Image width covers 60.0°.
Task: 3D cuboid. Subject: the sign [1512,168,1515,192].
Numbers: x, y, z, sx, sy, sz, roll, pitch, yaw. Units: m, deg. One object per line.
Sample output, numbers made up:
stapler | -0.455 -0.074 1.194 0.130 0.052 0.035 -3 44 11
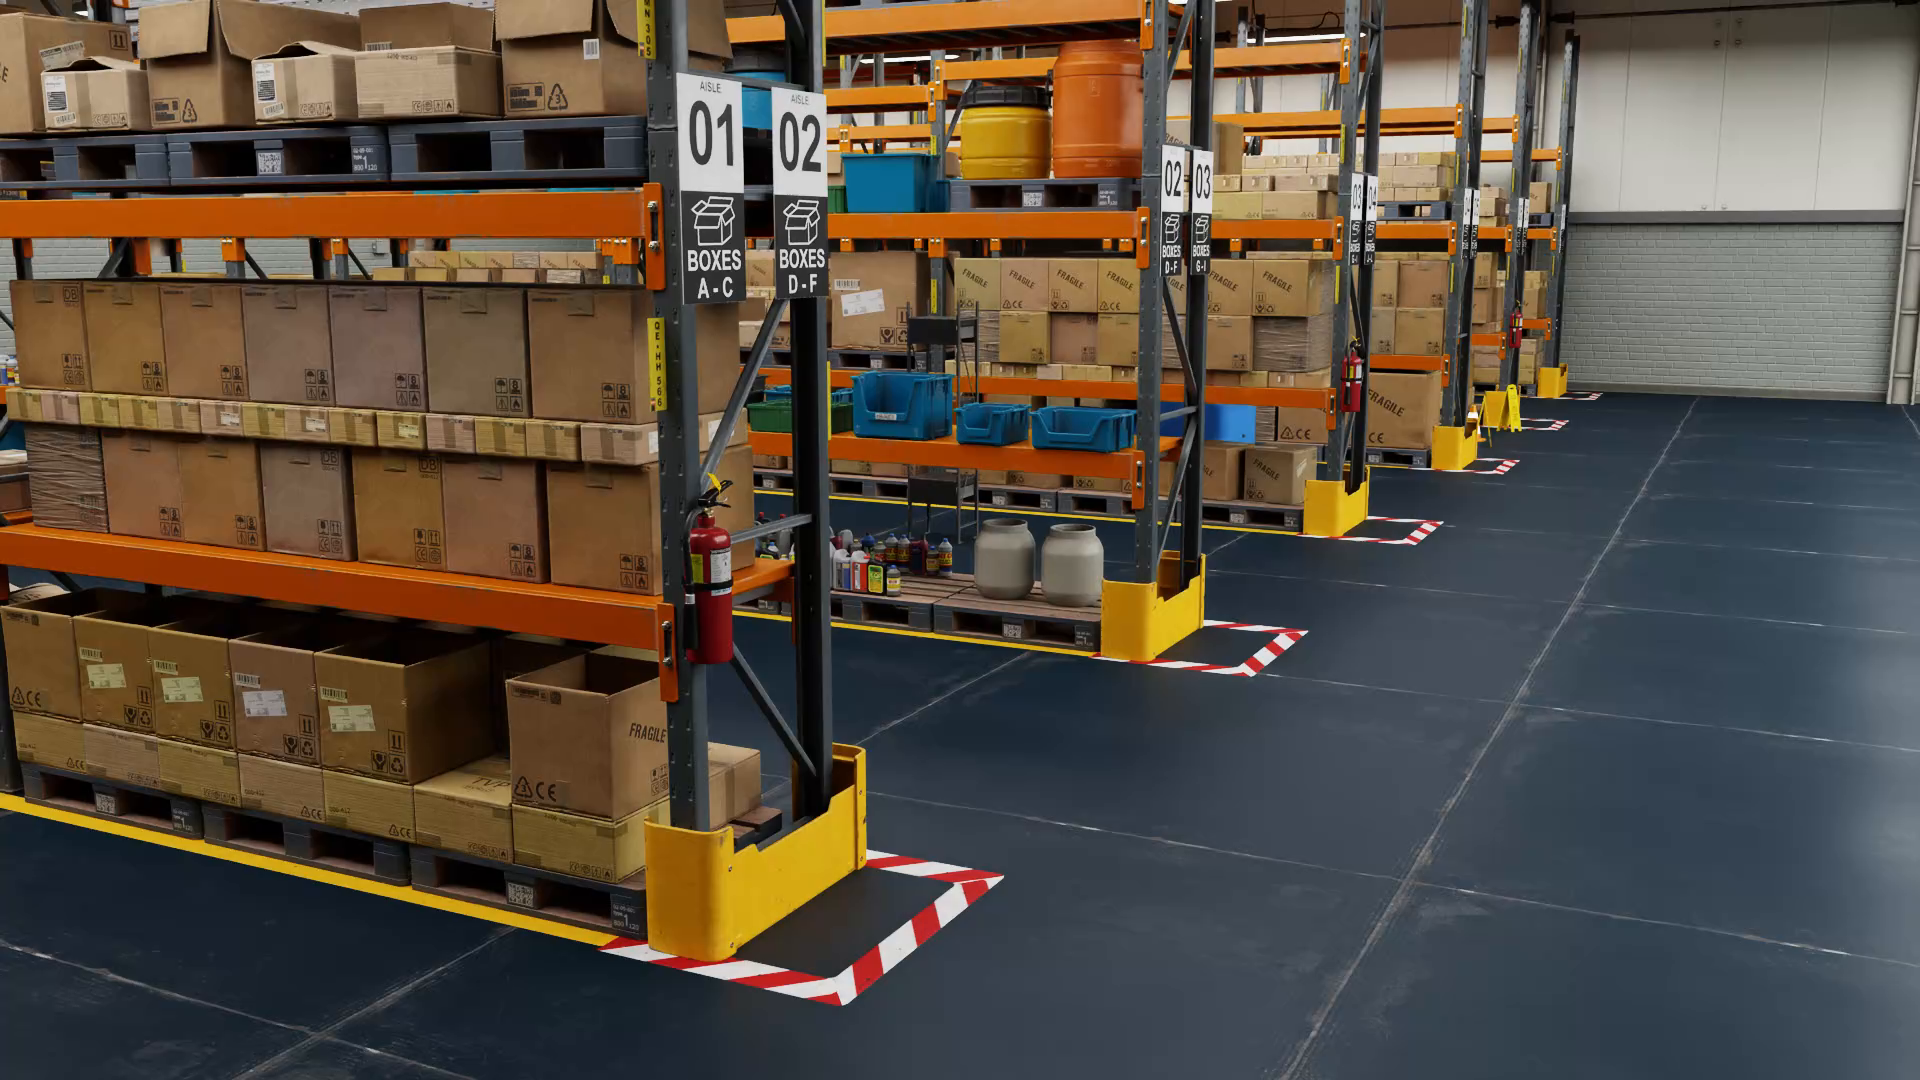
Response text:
sign | 7.695 -5.007 23.121 0.005 0.325 0.100 5 11 26

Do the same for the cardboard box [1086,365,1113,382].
cardboard box | 1.397 -1.611 15.966 0.250 0.149 0.380 5 11 26

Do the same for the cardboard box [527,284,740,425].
cardboard box | -1.273 -0.749 6.576 0.500 0.500 0.700 5 11 26

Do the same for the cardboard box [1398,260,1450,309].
cardboard box | 5.543 -3.025 19.622 0.550 0.550 0.875 5 11 26

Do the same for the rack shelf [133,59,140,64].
rack shelf | -7.586 -3.998 14.751 4.000 0.370 1.077 5 11 26

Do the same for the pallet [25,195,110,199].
pallet | -7.615 -3.003 15.060 1.213 0.211 1.003 5 11 26

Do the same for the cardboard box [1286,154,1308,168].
cardboard box | 4.039 -4.477 19.685 0.250 0.149 0.380 5 11 26

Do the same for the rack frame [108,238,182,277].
rack frame | -10.775 -2.861 22.169 0.127 3.000 1.000 5 11 26

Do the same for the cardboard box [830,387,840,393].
cardboard box | -2.021 -2.001 23.260 0.500 0.500 0.500 5 11 26

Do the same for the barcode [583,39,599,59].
barcode | -1.297 -1.727 5.849 0.075 0.075 0.001 5 11 26

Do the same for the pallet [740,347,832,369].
pallet | -1.807 -1.987 17.877 1.213 0.211 1.003 5 11 26

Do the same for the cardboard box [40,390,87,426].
cardboard box | -4.020 -0.630 7.740 0.250 0.149 0.380 5 11 27

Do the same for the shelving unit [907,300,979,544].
shelving unit | -0.148 -1.046 14.669 0.503 2.100 0.431 5 11 26

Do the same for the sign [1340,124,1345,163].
sign | 3.310 -3.425 14.376 0.005 0.325 0.100 5 11 26

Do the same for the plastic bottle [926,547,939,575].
plastic bottle | -0.199 0.151 12.151 0.097 0.201 0.097 0 10 0

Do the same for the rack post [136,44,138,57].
rack post | -7.508 -4.322 14.798 0.954 0.300 0.937 6 12 32

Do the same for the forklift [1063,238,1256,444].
forklift | 1.793 -2.226 18.856 3.031 2.935 1.130 6 12 30

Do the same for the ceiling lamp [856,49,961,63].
ceiling lamp | -0.830 -10.329 30.196 2.000 3.185 0.800 5 11 26

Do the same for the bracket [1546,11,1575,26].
bracket | 10.141 -8.809 28.079 0.430 0.232 0.235 5 11 26

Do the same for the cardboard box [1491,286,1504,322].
cardboard box | 7.657 -3.460 24.363 0.500 0.500 0.500 5 11 25

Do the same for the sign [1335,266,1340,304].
sign | 3.310 -2.238 14.590 0.005 0.325 0.100 5 11 26

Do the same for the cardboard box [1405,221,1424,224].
cardboard box | 6.612 -4.602 24.072 0.250 0.149 0.380 5 11 25

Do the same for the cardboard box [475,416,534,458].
cardboard box | -1.704 -0.427 6.618 0.250 0.149 0.380 5 11 25

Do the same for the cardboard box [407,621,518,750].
cardboard box | -2.099 0.605 7.455 0.500 0.500 0.500 5 11 26

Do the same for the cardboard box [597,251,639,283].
cardboard box | -5.199 -4.092 25.047 0.500 0.500 0.500 5 12 27

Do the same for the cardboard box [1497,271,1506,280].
cardboard box | 9.256 -4.516 28.376 0.250 0.149 0.380 5 12 27

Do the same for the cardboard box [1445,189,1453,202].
cardboard box | 5.693 -4.071 19.677 0.250 0.149 0.380 5 11 26

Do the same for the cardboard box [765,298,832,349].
cardboard box | -1.609 -2.295 17.571 0.637 0.503 0.797 6 12 32

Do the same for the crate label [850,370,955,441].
crate label | -0.388 -0.928 11.391 0.616 0.435 0.502 5 11 26

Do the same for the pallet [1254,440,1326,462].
pallet | 4.017 -1.159 20.595 1.213 0.211 1.003 5 11 26

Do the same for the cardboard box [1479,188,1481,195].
cardboard box | 7.310 -4.934 23.665 0.250 0.149 0.380 5 12 27

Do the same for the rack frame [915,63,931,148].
rack frame | -0.610 -7.874 33.020 0.127 3.000 1.000 5 11 26

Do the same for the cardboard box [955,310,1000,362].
cardboard box | 0.363 -2.066 16.658 0.500 0.500 0.875 5 11 26

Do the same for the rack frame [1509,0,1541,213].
rack frame | 7.959 -6.135 23.413 0.127 3.000 1.000 5 11 26

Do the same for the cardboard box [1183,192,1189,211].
cardboard box | 2.124 -3.080 15.380 0.500 0.250 0.500 5 12 27

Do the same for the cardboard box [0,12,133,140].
cardboard box | -4.065 -2.052 7.426 0.500 0.500 0.500 6 12 30

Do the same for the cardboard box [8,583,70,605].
cardboard box | -5.107 0.424 8.984 0.500 0.311 0.500 5 11 25

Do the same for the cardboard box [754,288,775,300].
cardboard box | -2.658 -3.417 23.098 0.250 0.149 0.380 5 12 28

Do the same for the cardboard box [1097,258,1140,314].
cardboard box | 1.628 -2.411 15.757 0.500 0.500 0.500 5 11 26

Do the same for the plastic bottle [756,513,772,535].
plastic bottle | -1.500 -0.033 12.744 0.185 0.351 0.144 5 11 24

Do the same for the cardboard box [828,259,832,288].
cardboard box | -2.067 -4.553 28.432 0.500 0.500 0.500 5 11 25

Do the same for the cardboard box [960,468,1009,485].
cardboard box | 0.328 -0.854 16.920 0.500 0.500 0.500 5 11 24

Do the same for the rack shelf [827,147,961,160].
rack shelf | -1.009 -6.372 27.867 4.000 0.370 1.077 5 11 26

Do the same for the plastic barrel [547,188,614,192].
plastic barrel | -2.757 -2.852 12.292 0.708 0.901 0.600 5 11 26

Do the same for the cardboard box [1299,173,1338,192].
cardboard box | 3.187 -3.171 14.759 0.250 0.149 0.380 5 11 26

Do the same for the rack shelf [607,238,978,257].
rack shelf | -1.807 -3.195 17.612 4.000 0.370 1.077 5 11 26

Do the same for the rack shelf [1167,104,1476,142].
rack shelf | 4.066 -4.943 19.972 4.000 0.370 1.077 5 11 26

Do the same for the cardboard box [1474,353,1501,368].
cardboard box | 9.132 -3.105 28.656 0.500 0.250 0.500 5 11 25

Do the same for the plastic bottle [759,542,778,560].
plastic bottle | -1.366 0.160 11.868 0.133 0.283 0.061 6 12 28

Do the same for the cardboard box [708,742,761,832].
cardboard box | -1.195 1.050 7.100 0.500 0.250 0.500 5 11 26

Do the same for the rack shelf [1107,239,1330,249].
rack shelf | 4.771 -5.571 30.739 4.000 0.370 1.077 5 11 26
